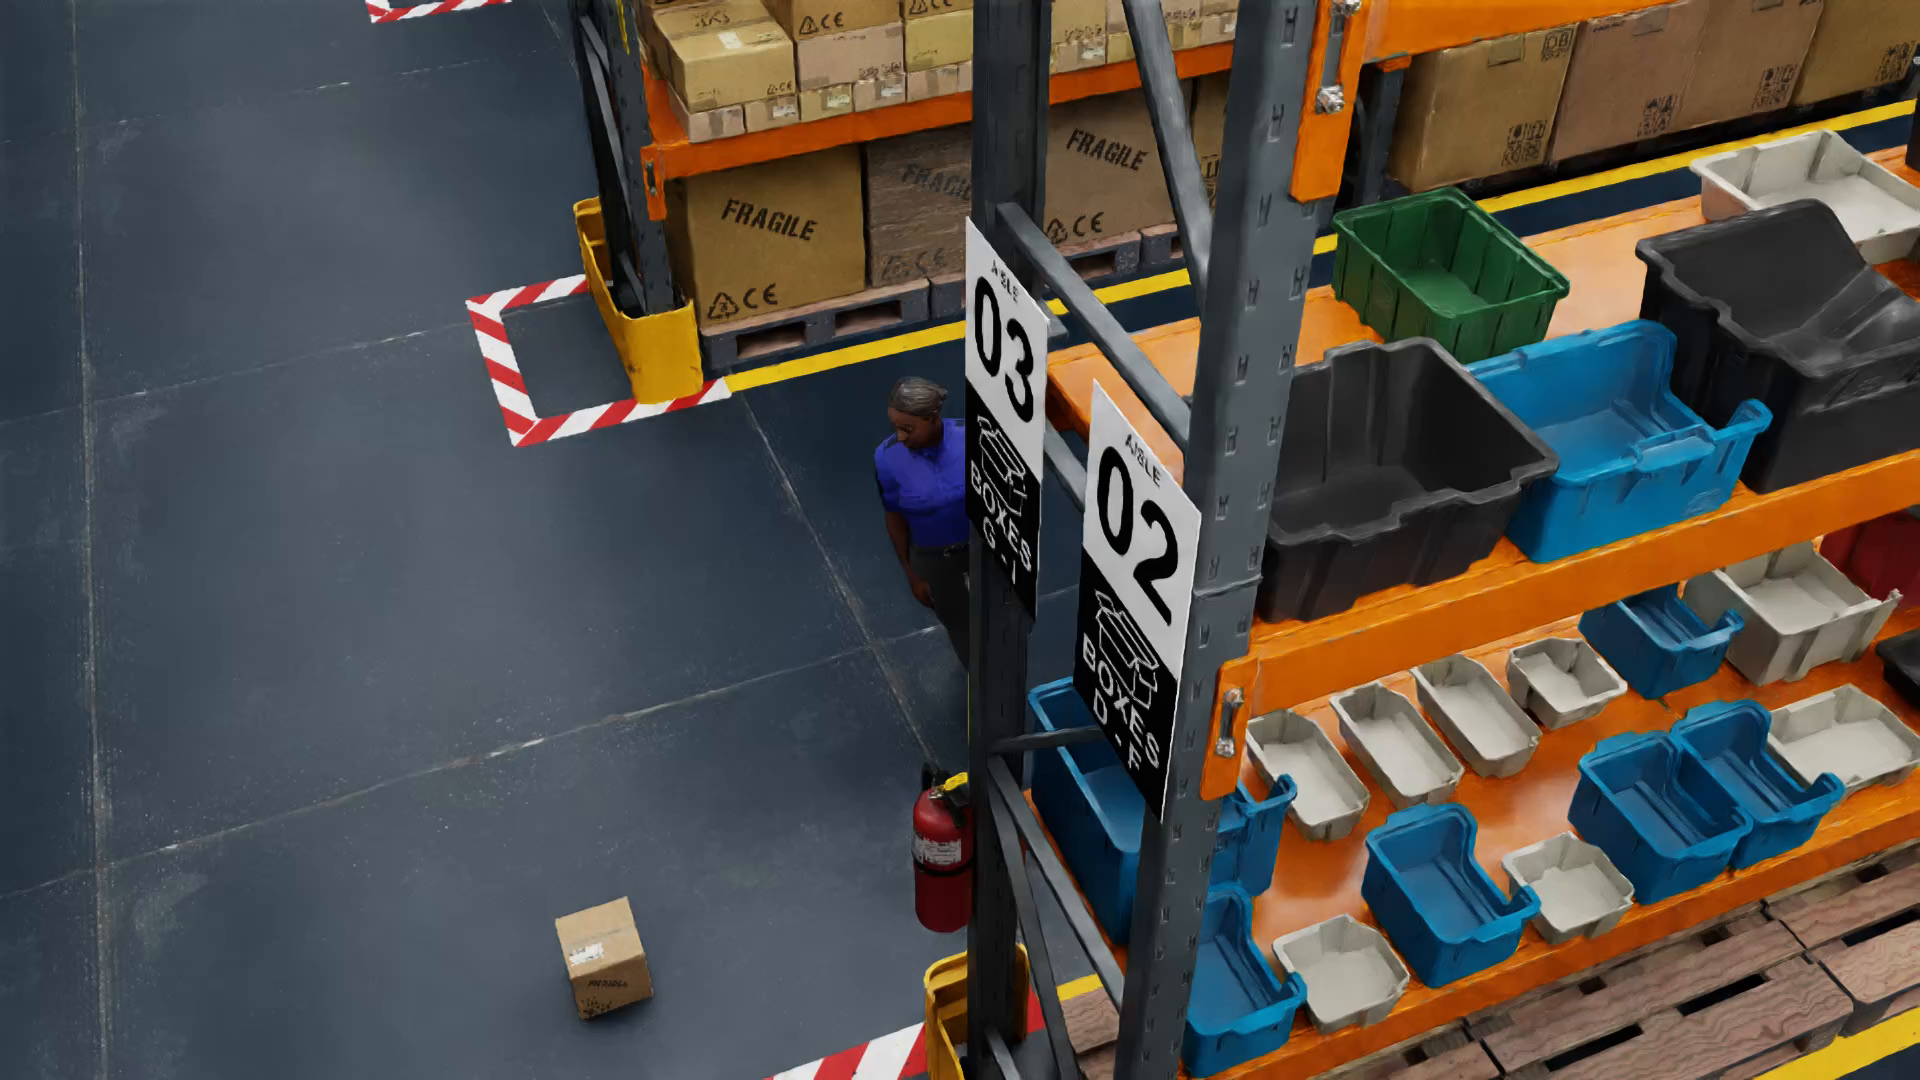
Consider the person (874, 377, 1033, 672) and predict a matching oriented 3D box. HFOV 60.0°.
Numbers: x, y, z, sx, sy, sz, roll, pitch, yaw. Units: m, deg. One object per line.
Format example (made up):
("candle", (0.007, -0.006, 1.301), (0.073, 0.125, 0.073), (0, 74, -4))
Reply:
("person", (-0.026, 0.020, 6.148), (0.563, 1.614, 0.614), (-8, 43, -9))
